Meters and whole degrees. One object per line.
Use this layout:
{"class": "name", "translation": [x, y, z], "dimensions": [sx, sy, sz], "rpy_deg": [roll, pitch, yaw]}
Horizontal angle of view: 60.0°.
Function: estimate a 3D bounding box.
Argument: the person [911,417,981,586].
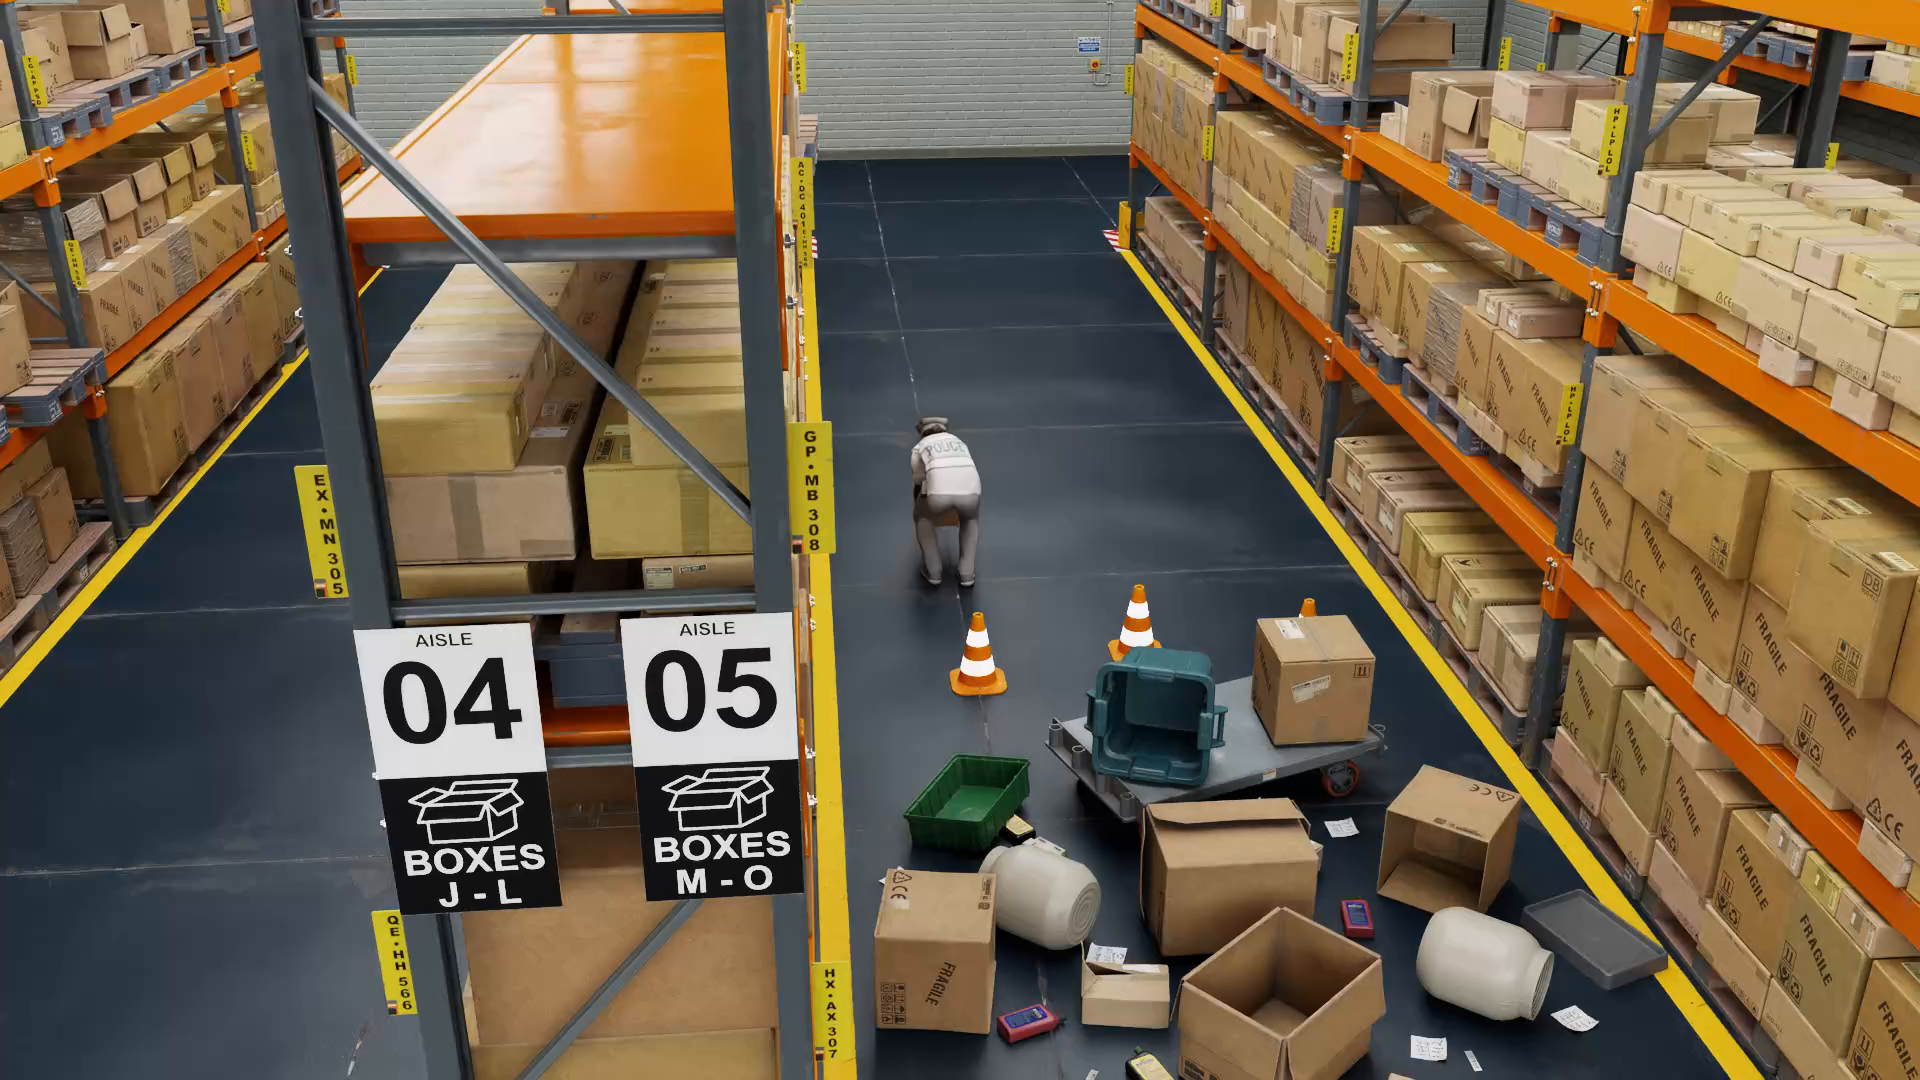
{"class": "person", "translation": [-0.105, -0.262, 11.479], "dimensions": [0.452, 1.030, 0.932], "rpy_deg": [-4, 24, -8]}
